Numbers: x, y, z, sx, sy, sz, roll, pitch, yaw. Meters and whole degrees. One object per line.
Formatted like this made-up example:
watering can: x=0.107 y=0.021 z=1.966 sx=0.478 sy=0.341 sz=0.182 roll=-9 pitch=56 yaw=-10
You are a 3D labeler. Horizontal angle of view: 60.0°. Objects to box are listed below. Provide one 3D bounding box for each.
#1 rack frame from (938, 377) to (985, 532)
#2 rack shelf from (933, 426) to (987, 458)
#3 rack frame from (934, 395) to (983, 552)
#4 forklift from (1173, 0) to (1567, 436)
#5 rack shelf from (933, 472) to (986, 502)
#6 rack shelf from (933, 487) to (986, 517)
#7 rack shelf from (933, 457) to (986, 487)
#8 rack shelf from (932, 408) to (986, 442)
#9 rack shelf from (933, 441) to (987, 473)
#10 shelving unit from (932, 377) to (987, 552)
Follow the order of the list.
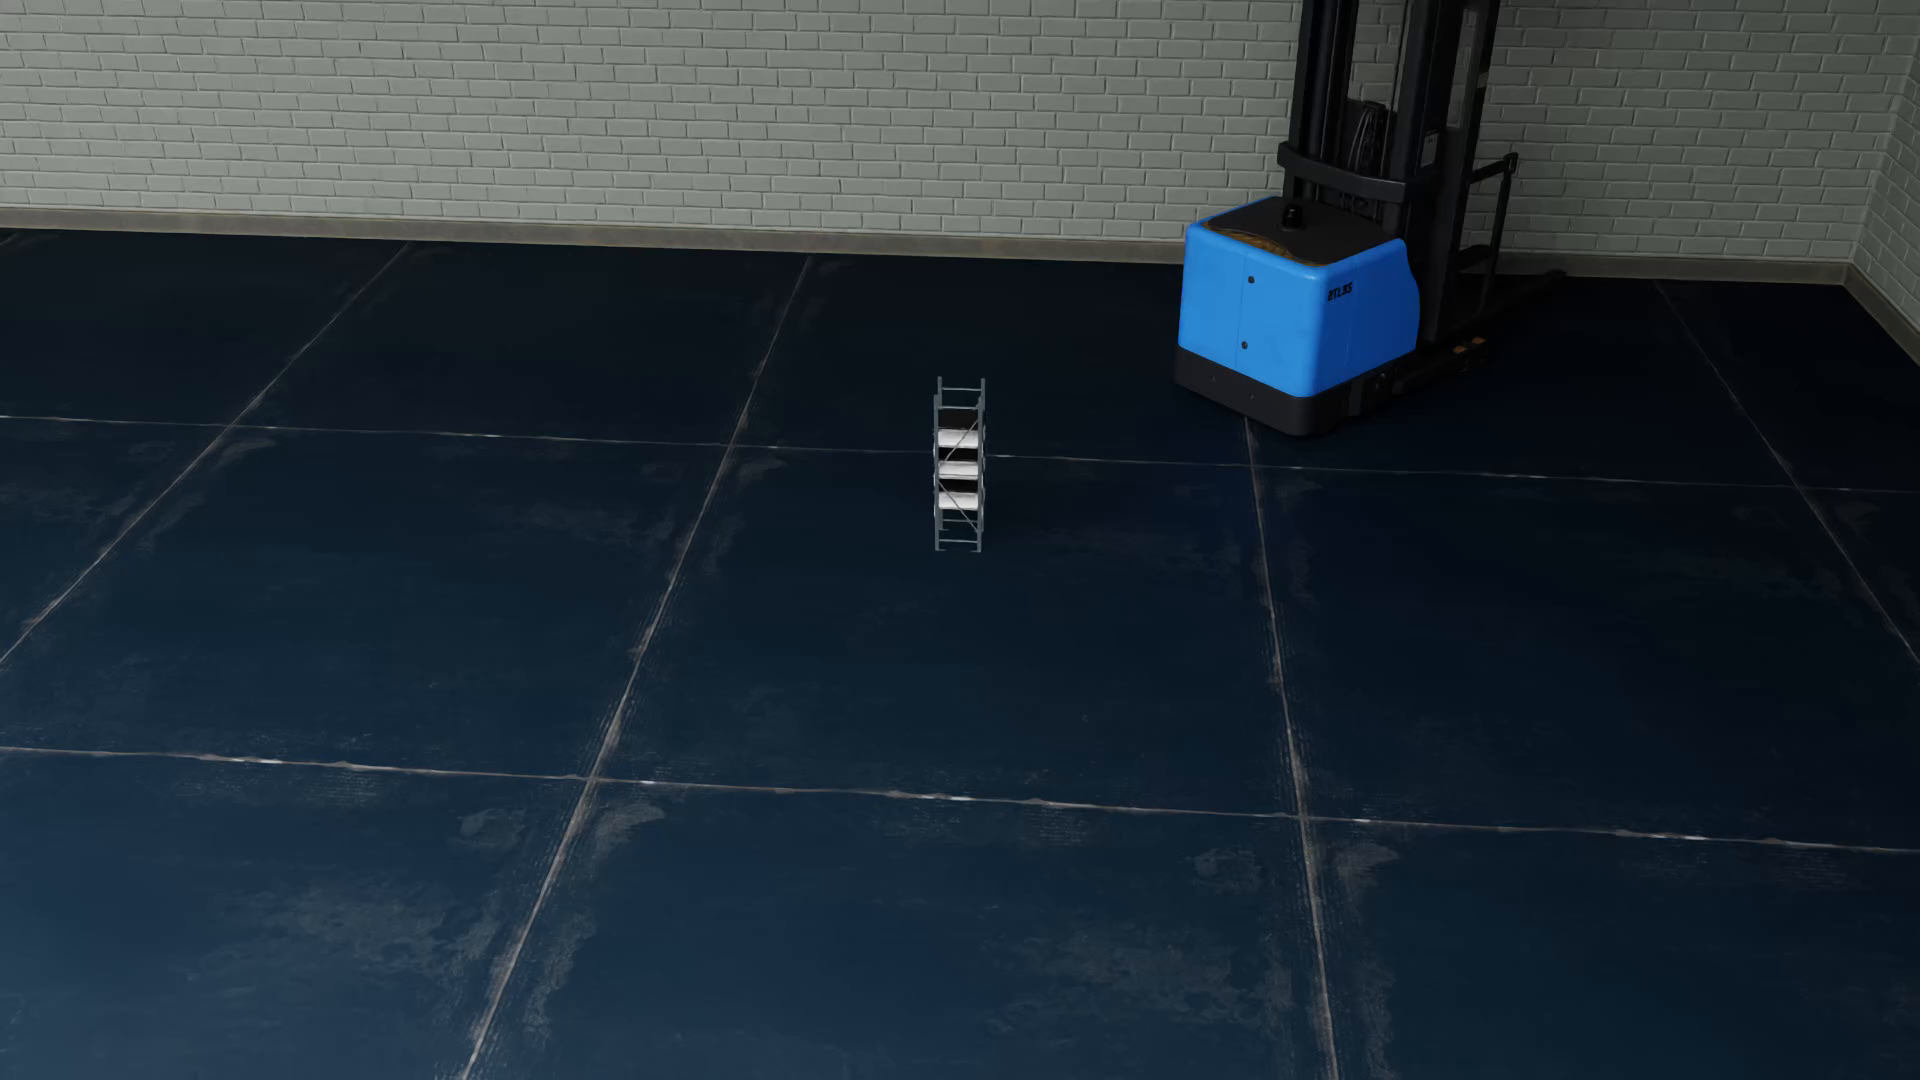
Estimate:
rack frame: x=0.008 y=-0.432 z=8.593 sx=0.240 sy=0.900 sz=0.006 roll=2 pitch=32 yaw=4
rack shelf: x=-0.001 y=-0.504 z=8.430 sx=0.258 sy=0.077 sz=0.200 roll=2 pitch=32 yaw=4
rack frame: x=-0.009 y=-0.326 z=8.421 sx=0.240 sy=0.900 sz=0.006 roll=2 pitch=32 yaw=4
forklift: x=2.753 y=-2.489 z=9.996 sx=3.031 sy=2.935 sz=1.130 roll=-24 pitch=39 yaw=-34
rack shelf: x=-0.001 y=-0.274 z=8.572 sx=0.258 sy=0.077 sz=0.200 roll=2 pitch=32 yaw=4
rack shelf: x=-0.001 y=-0.197 z=8.619 sx=0.258 sy=0.077 sz=0.200 roll=2 pitch=32 yaw=4
rack shelf: x=-0.001 y=-0.350 z=8.524 sx=0.258 sy=0.077 sz=0.200 roll=2 pitch=32 yaw=4
rack shelf: x=-0.001 y=-0.580 z=8.383 sx=0.258 sy=0.077 sz=0.200 roll=2 pitch=32 yaw=4
rack shelf: x=-0.001 y=-0.427 z=8.477 sx=0.258 sy=0.077 sz=0.200 roll=2 pitch=32 yaw=4
shelving unit: x=-0.001 y=-0.379 z=8.507 sx=0.258 sy=0.900 sz=0.210 roll=2 pitch=32 yaw=4
